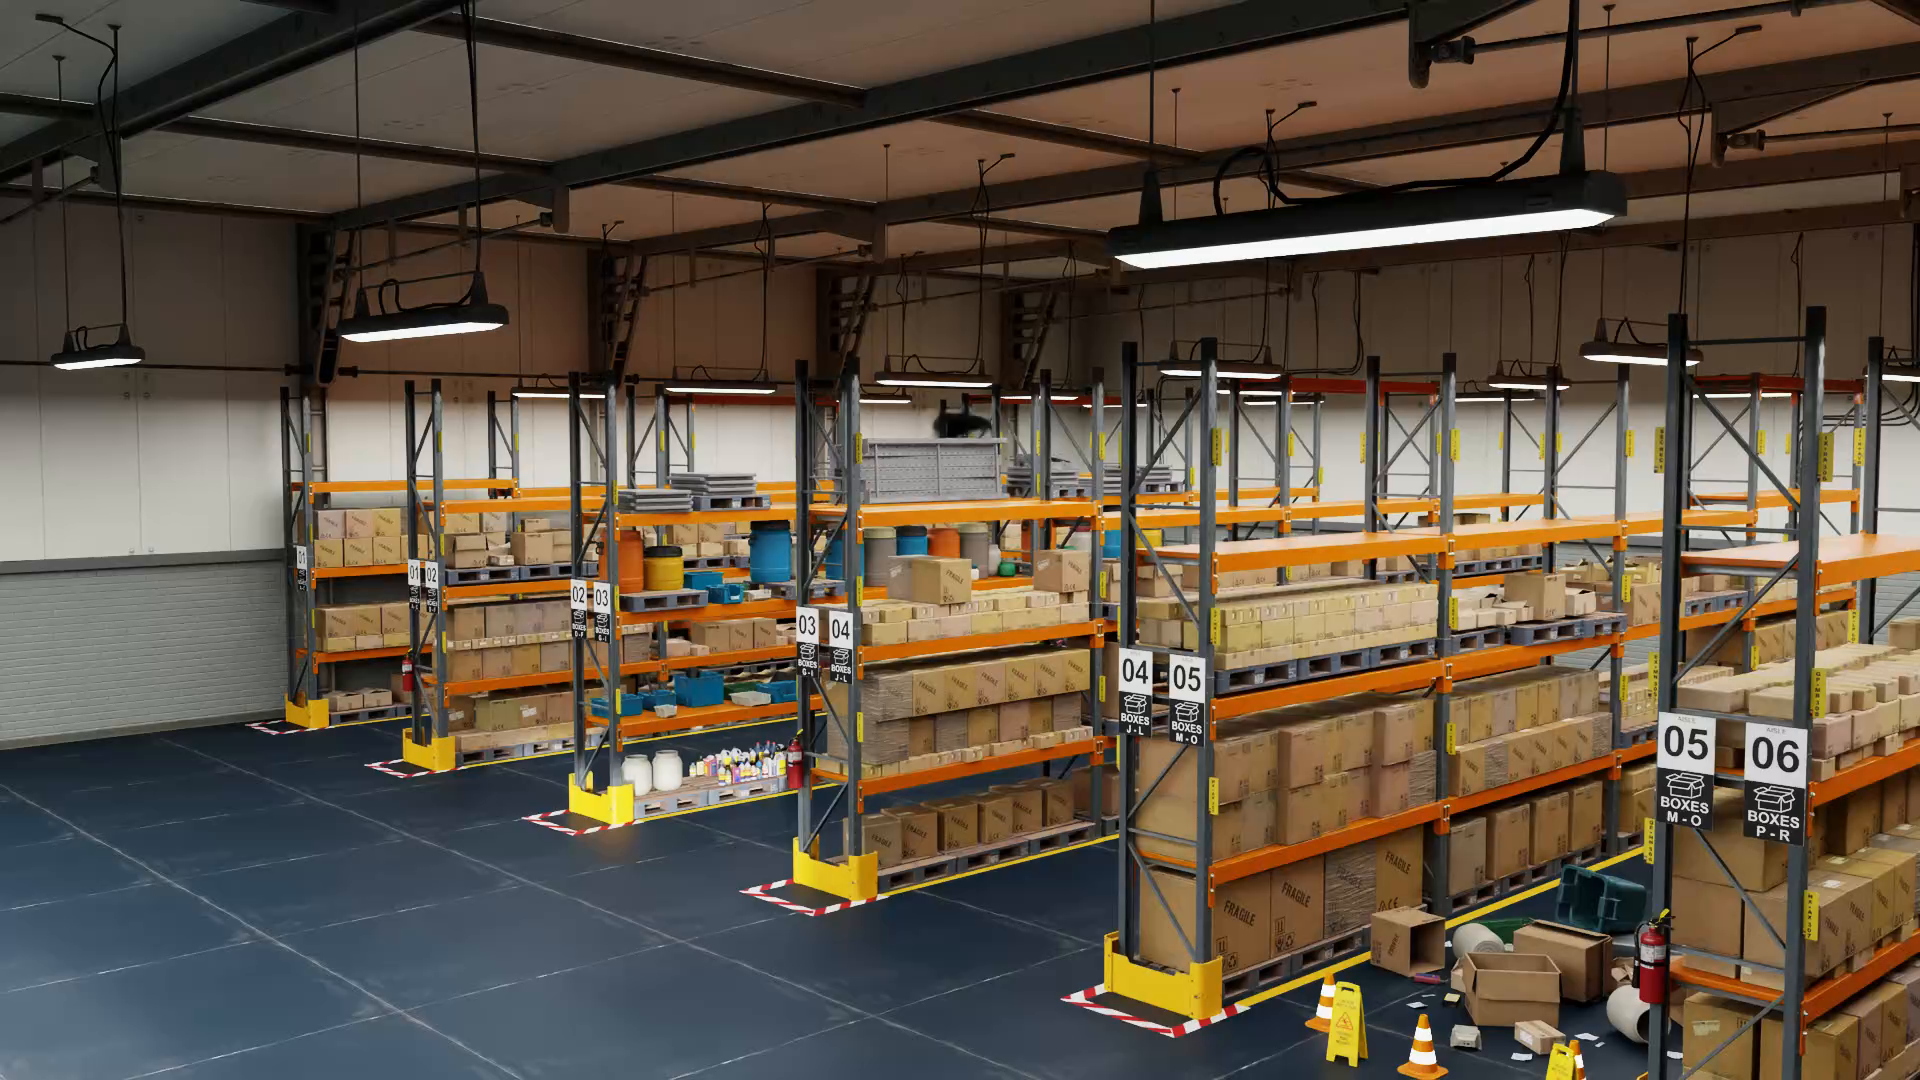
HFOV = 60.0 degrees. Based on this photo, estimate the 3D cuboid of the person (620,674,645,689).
[{"bbox_3d":[-6.217,2.279,31.498,0.669,1.749,0.601,2,4,32],"label":"person"}]
